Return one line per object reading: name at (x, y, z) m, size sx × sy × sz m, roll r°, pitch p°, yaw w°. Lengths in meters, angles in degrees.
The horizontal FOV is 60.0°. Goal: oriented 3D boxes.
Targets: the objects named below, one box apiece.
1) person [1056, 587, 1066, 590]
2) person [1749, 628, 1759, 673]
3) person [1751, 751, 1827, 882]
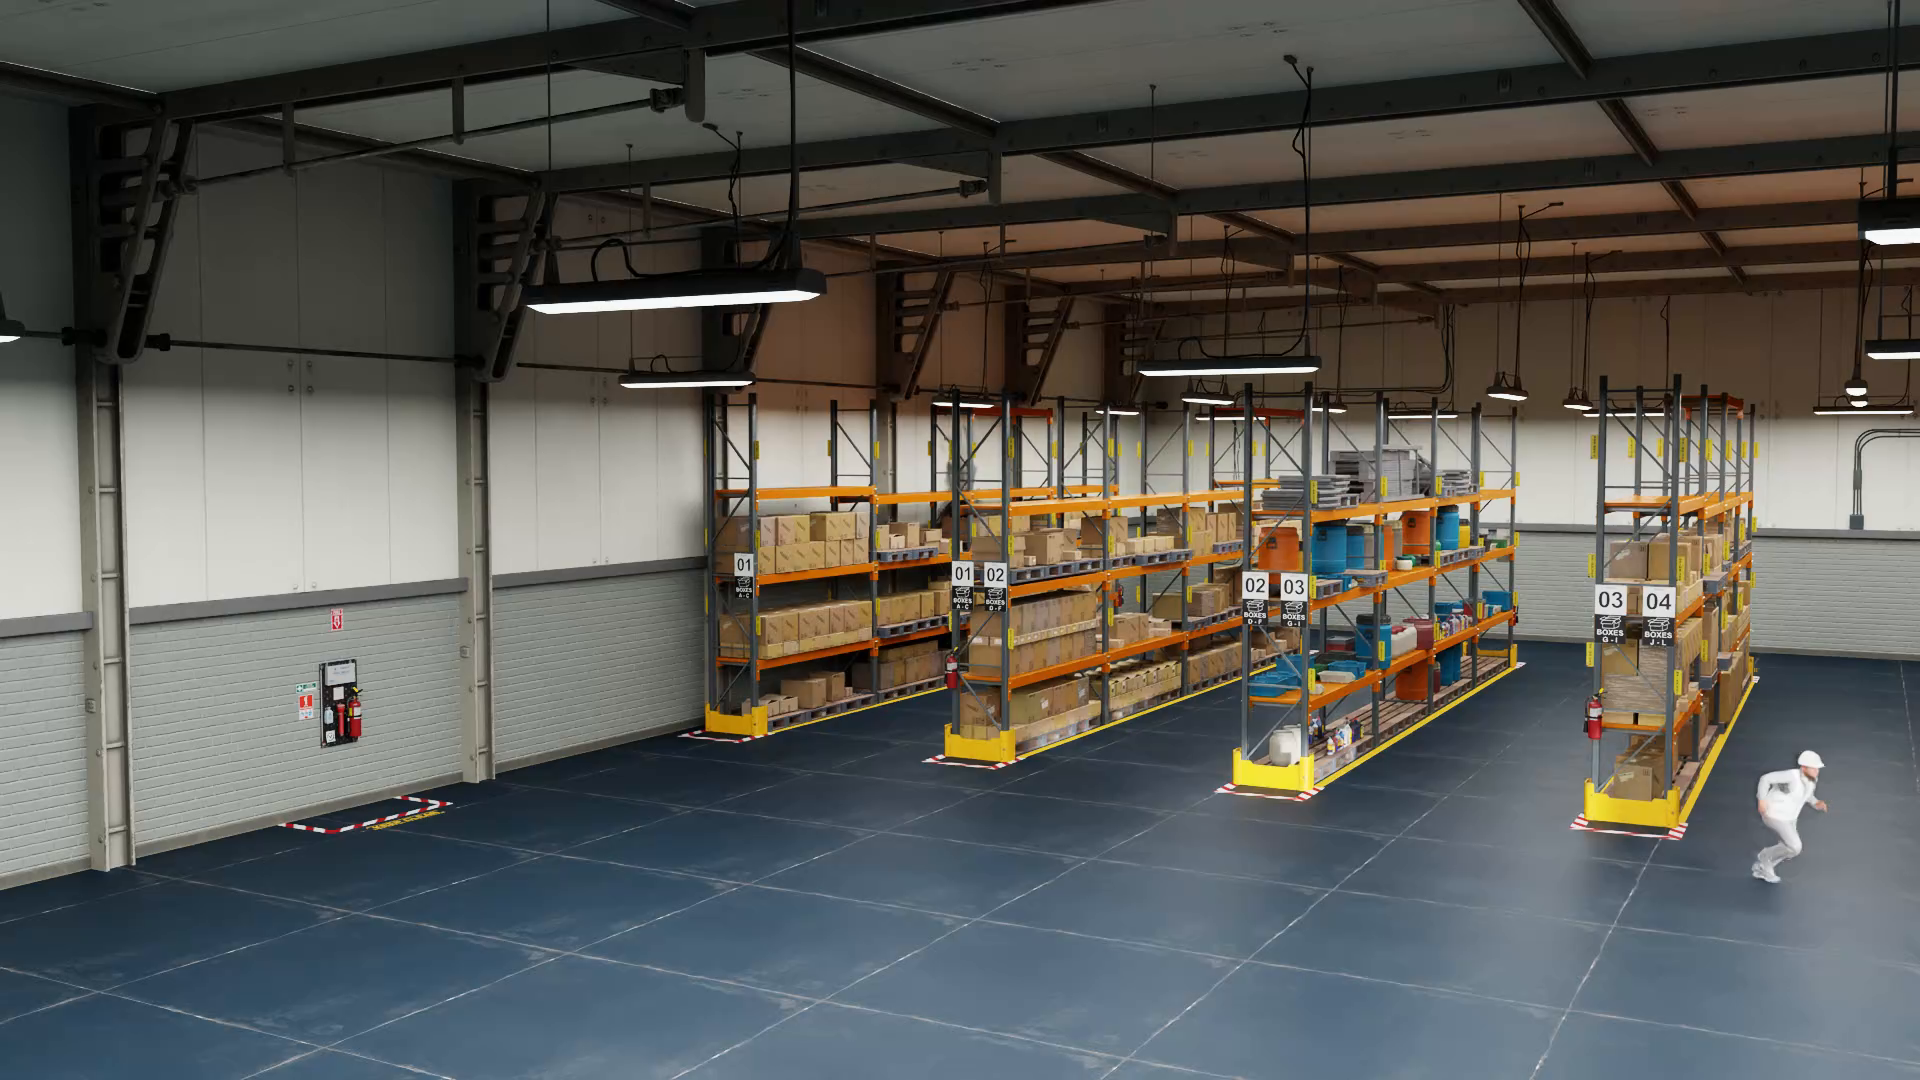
person at (2.244, 1.851, 36.741) m, size 0.683 × 1.779 × 0.849 m, roll 1°, pitch 3°, yaw 16°
person at (17.432, 2.117, 37.248) m, size 0.892 × 1.731 × 0.698 m, roll 2°, pitch 3°, yaw 26°
person at (9.445, 3.174, 19.013) m, size 0.686 × 1.600 × 0.870 m, roll -2°, pitch 4°, yaw -29°
